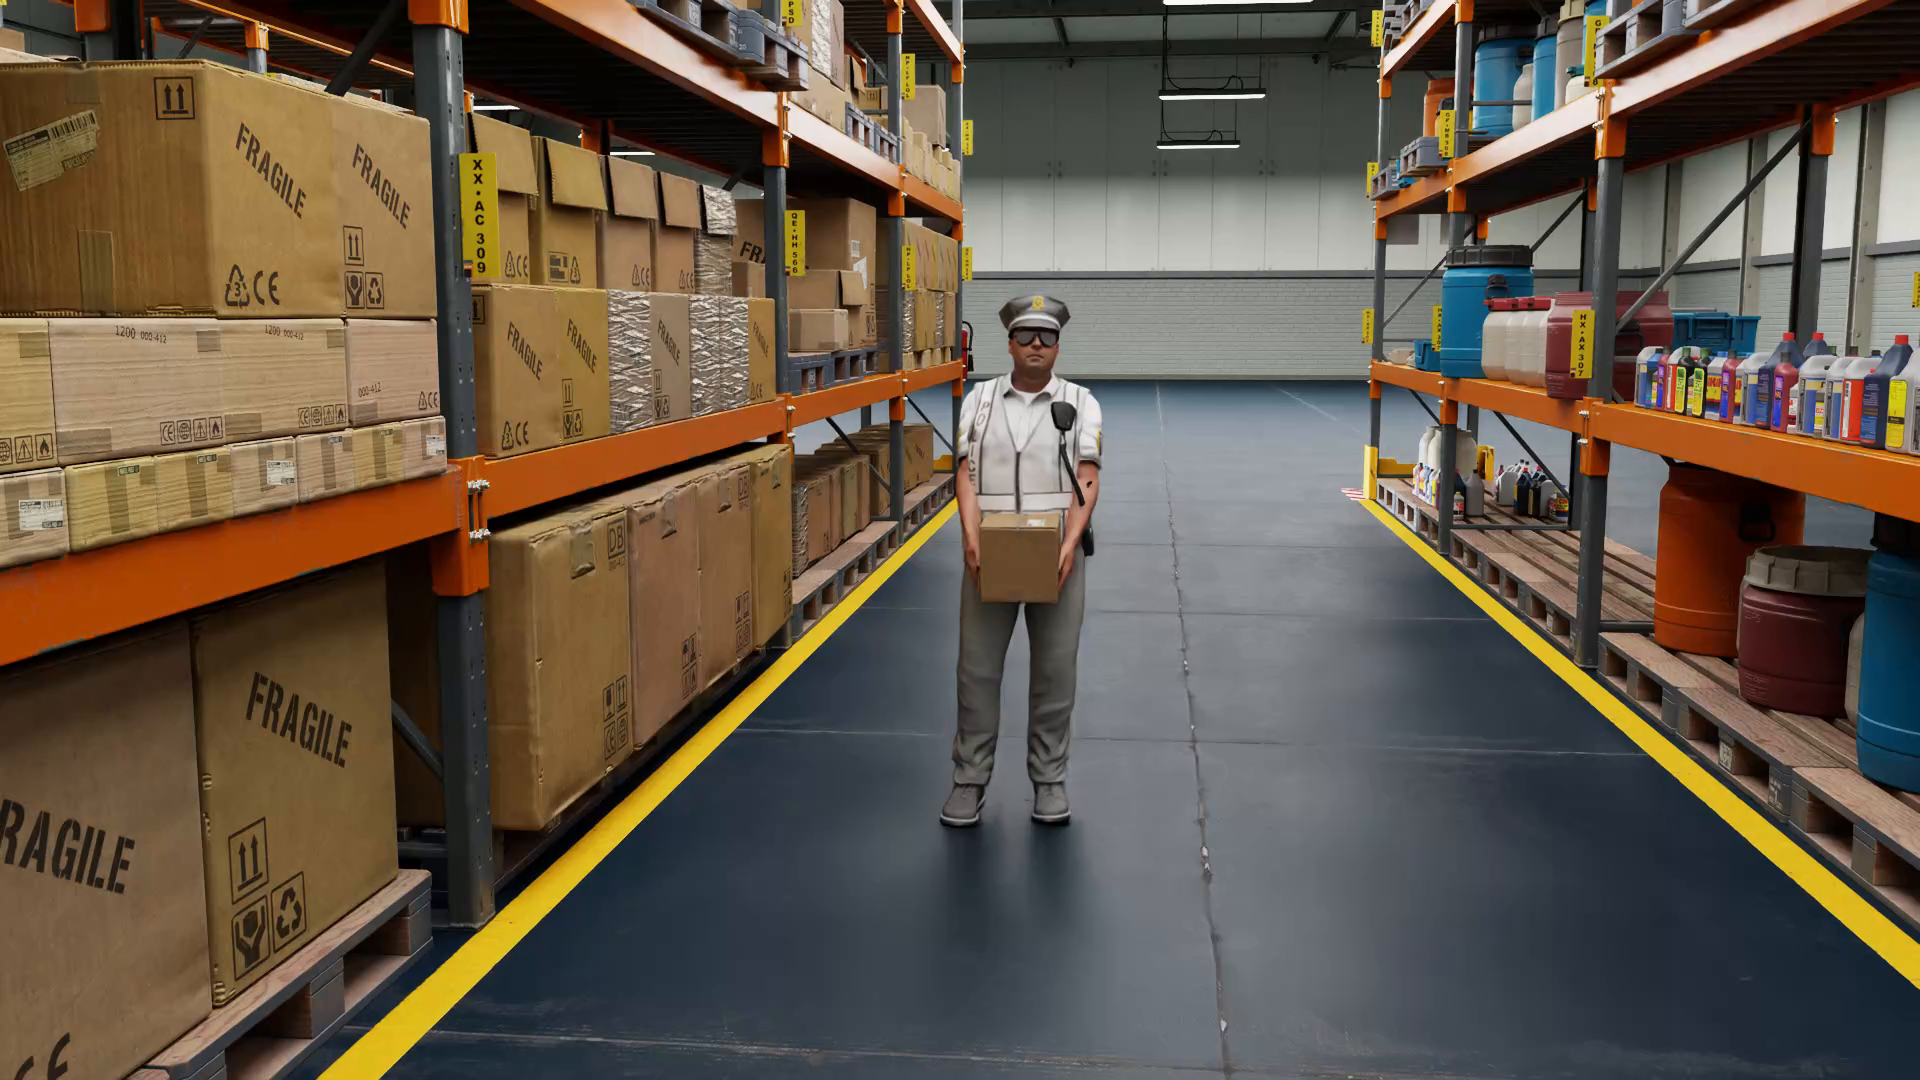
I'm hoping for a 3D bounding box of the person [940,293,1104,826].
[{"bbox_3d":[0.216,0.062,5.673,0.537,1.782,0.538,1,8,6],"label":"person"}]
